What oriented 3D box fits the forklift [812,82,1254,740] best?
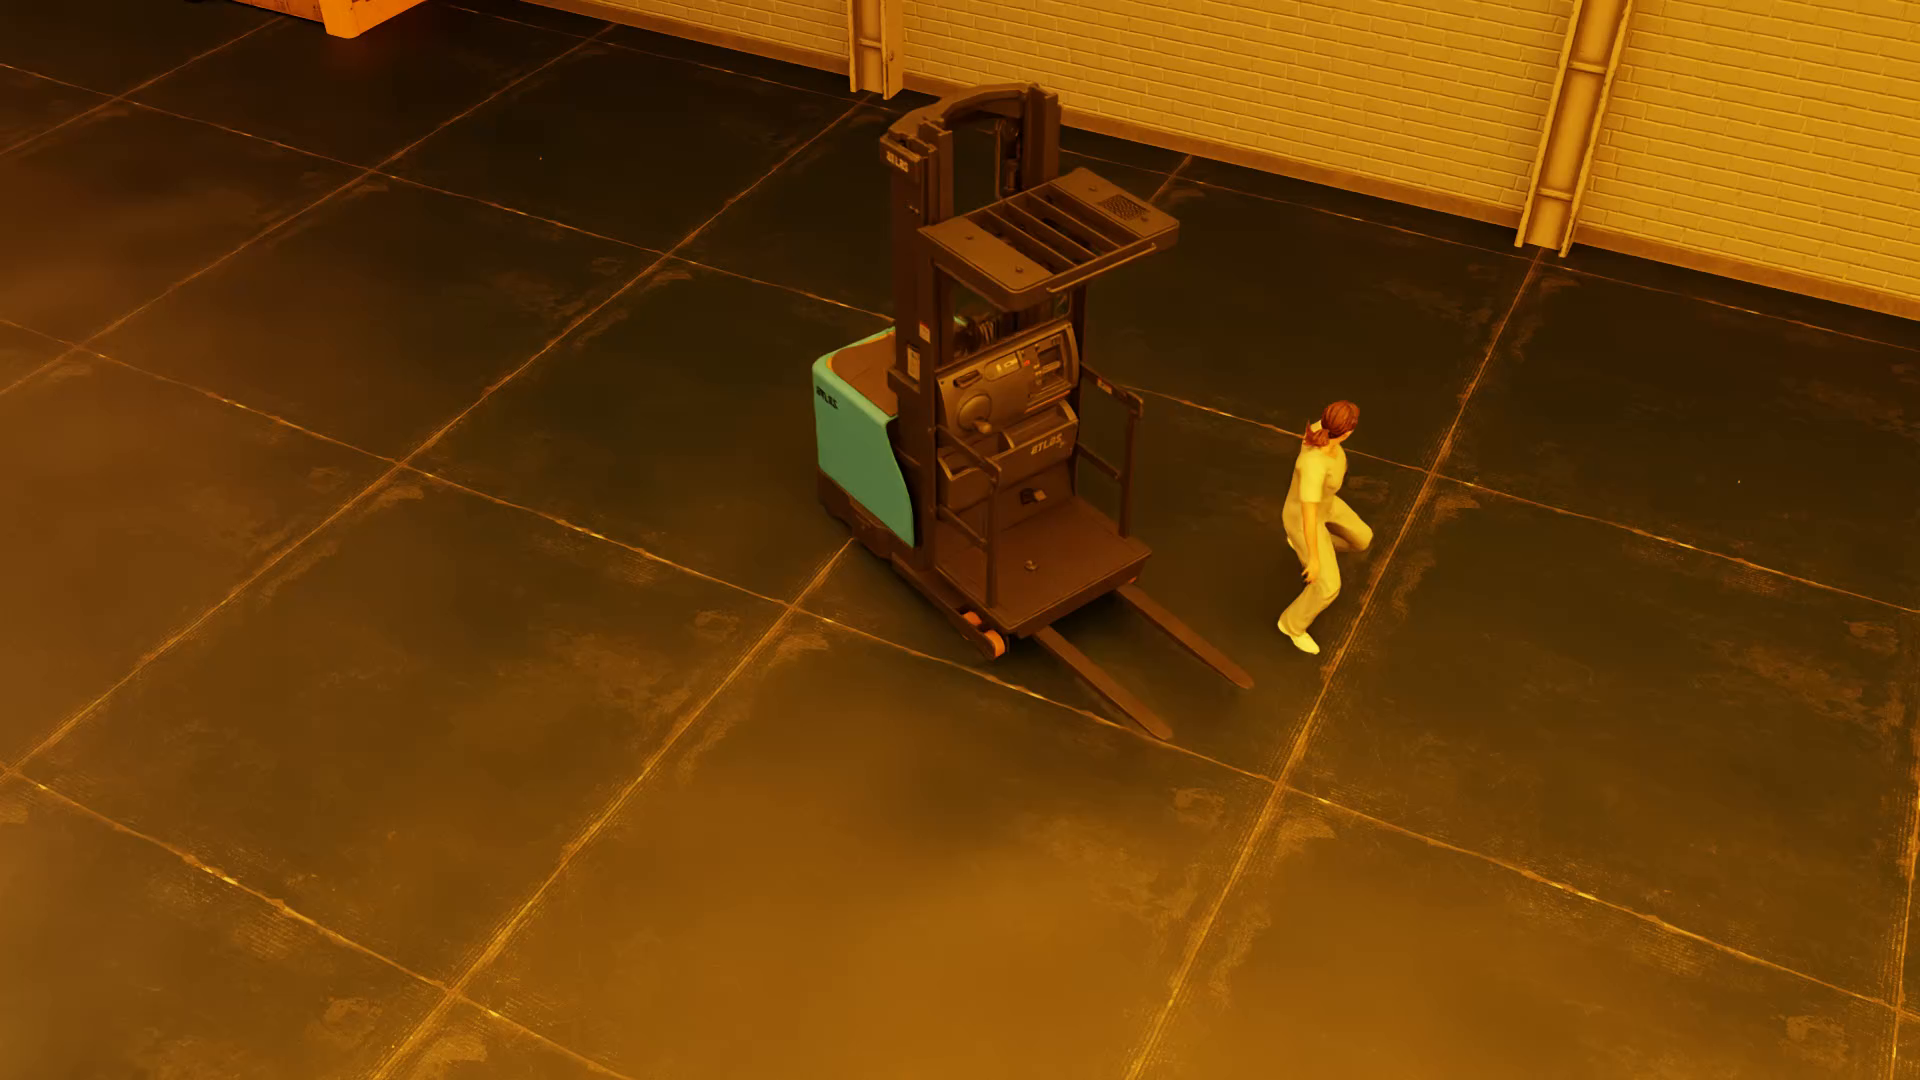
[{"bbox_3d":[0.402,-0.809,8.947,1.130,2.935,3.031,-27,47,-28],"label":"forklift"}]

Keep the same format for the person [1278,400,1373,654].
[{"bbox_3d":[2.008,-0.133,9.257,0.500,1.538,0.888,21,44,23],"label":"person"}]
